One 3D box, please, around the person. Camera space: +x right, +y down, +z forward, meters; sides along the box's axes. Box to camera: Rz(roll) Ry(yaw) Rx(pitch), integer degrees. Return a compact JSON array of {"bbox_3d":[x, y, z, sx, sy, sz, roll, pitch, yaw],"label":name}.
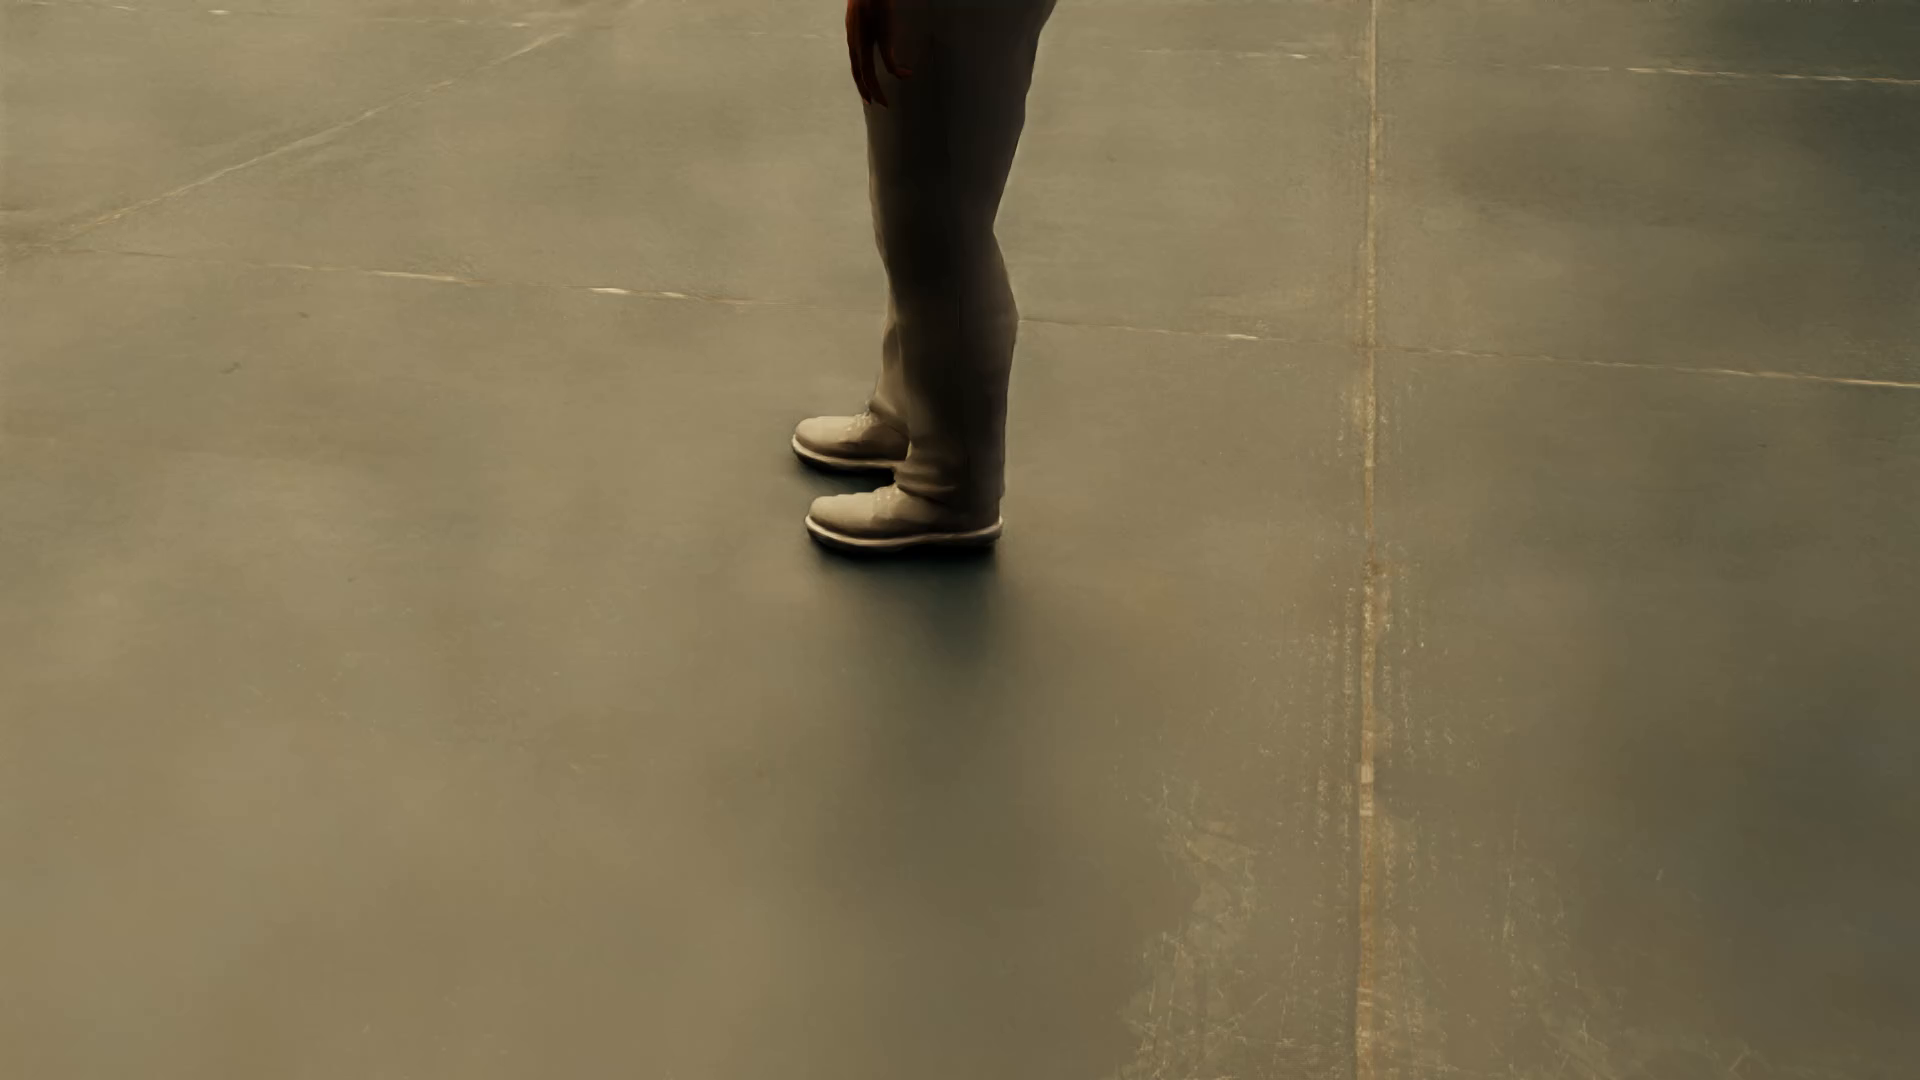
[{"bbox_3d":[-0.069,-0.778,2.147,0.529,1.692,0.570,6,27,11],"label":"person"}]
